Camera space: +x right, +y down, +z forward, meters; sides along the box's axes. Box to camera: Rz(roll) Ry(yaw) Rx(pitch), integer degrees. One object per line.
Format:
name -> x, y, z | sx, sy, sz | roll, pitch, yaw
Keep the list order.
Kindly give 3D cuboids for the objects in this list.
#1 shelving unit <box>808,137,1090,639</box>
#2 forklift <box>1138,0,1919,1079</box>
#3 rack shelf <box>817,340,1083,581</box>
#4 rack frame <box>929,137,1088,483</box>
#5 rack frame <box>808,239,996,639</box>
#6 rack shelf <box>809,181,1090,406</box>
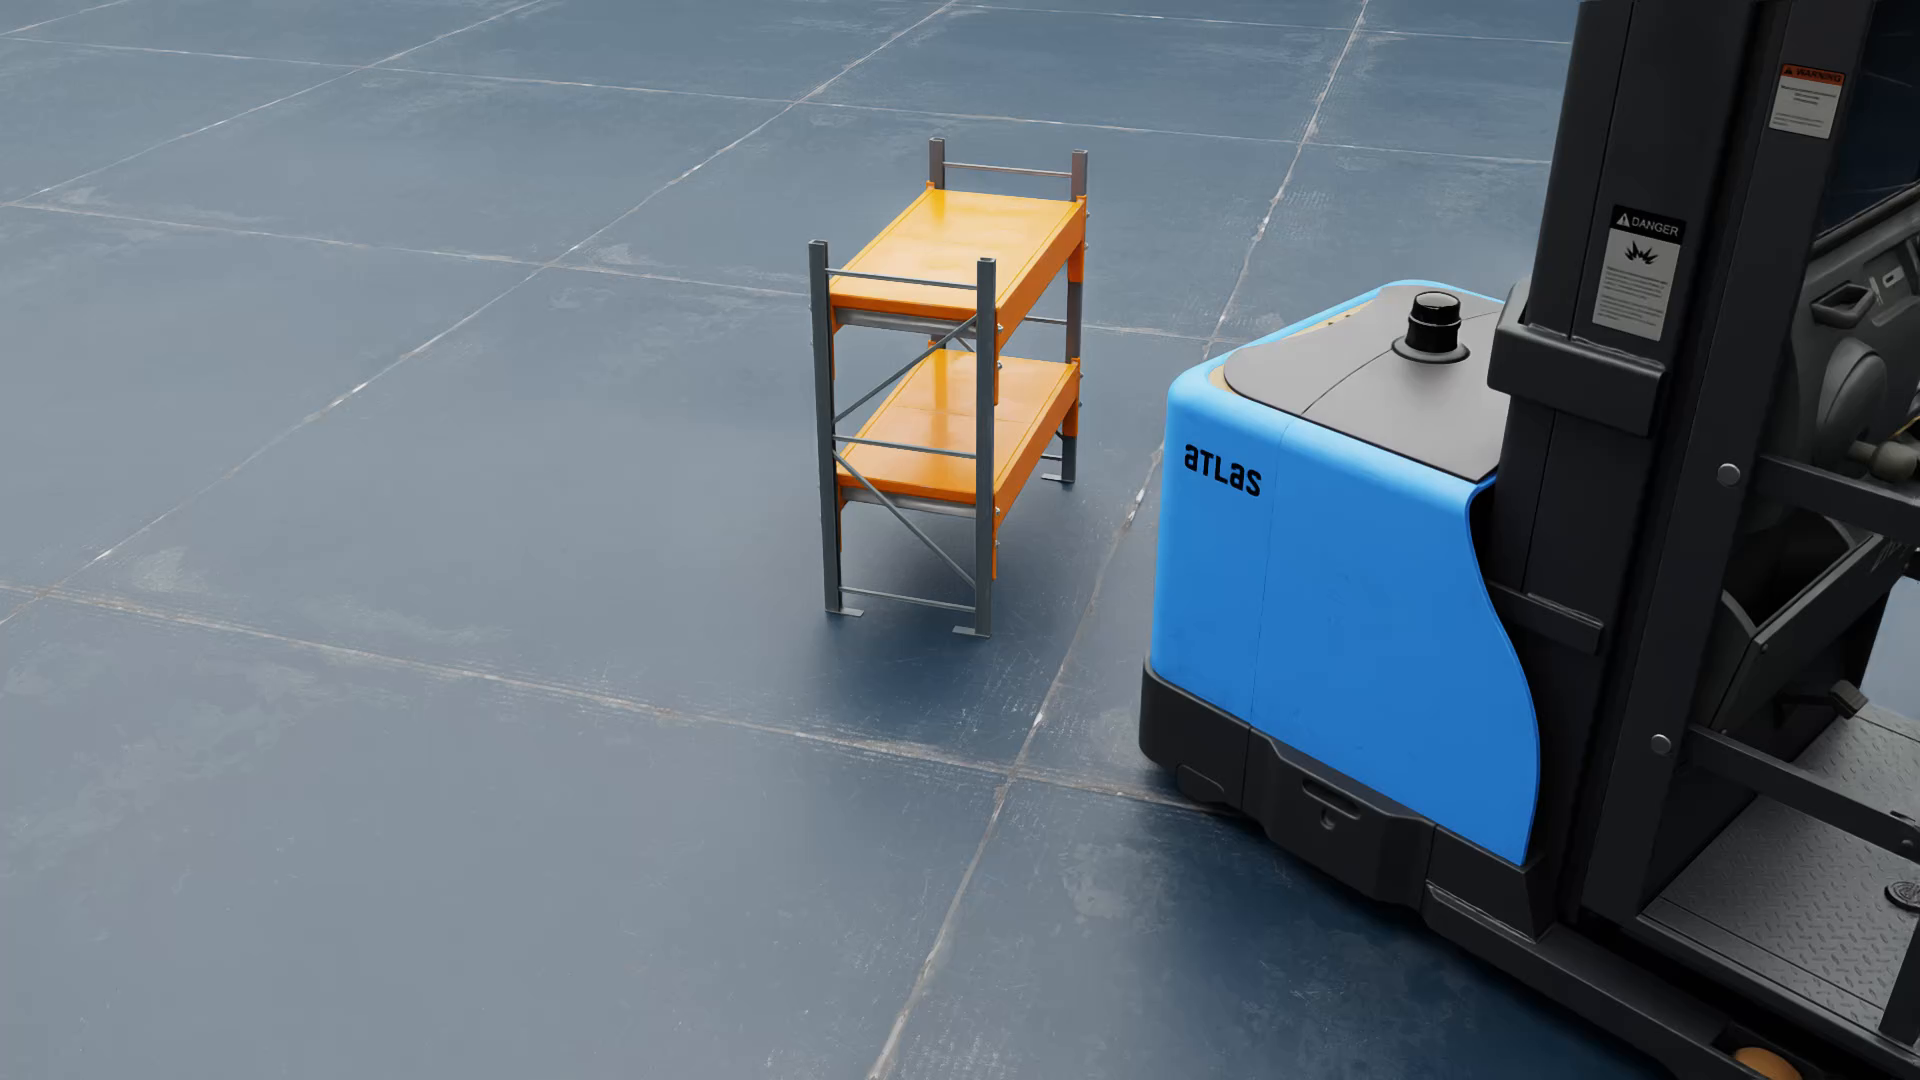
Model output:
shelving unit -> -0.002, -0.488, 4.971 | 0.538, 1.125, 1.048 | 8, 30, 15
forklift -> 1.831, -0.351, 2.867 | 1.130, 2.935, 3.031 | -25, 38, -37
rack shelf -> -0.002, -0.275, 5.090 | 0.538, 0.278, 1.000 | 8, 30, 15
rack frame -> 0.147, -0.725, 5.396 | 0.500, 1.125, 0.032 | 8, 30, 15
rack frame -> -0.151, -0.252, 4.546 | 0.500, 1.125, 0.032 | 8, 30, 15
rack shelf -> -0.002, -0.744, 4.829 | 0.538, 0.278, 1.000 | 8, 30, 15
